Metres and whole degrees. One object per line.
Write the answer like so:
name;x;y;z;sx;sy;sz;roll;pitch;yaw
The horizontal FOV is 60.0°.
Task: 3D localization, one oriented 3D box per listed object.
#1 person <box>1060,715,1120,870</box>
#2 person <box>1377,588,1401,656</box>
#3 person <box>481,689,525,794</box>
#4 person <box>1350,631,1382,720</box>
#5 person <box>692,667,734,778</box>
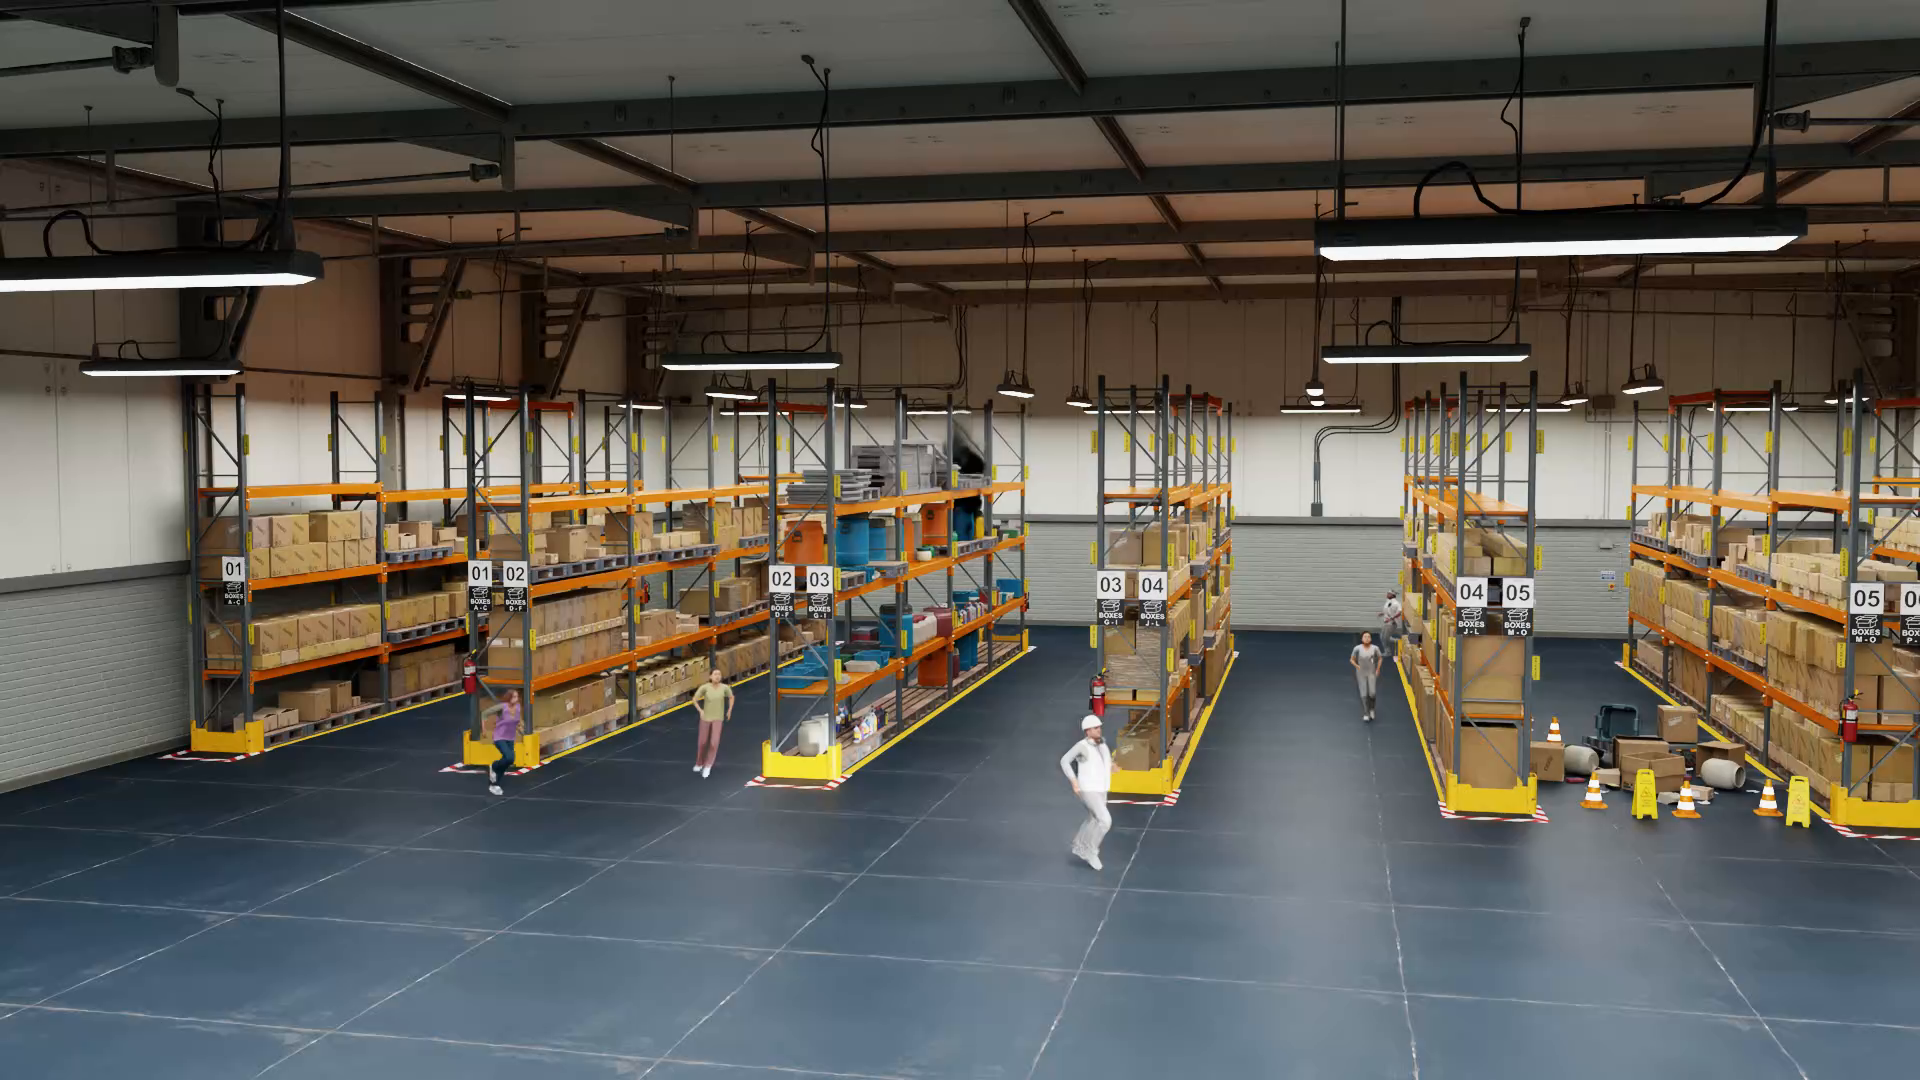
person;1.590;2.991;19.763;0.729;1.807;0.627;3;4;39
person;10.216;1.948;39.323;0.615;1.656;0.606;-1;3;-10
person;-6.501;2.884;23.812;0.683;1.529;0.525;2;4;31
person;7.341;2.458;30.045;0.567;1.630;0.550;1;3;13
person;-3.741;2.745;25.204;0.636;1.660;0.664;0;3;-8
